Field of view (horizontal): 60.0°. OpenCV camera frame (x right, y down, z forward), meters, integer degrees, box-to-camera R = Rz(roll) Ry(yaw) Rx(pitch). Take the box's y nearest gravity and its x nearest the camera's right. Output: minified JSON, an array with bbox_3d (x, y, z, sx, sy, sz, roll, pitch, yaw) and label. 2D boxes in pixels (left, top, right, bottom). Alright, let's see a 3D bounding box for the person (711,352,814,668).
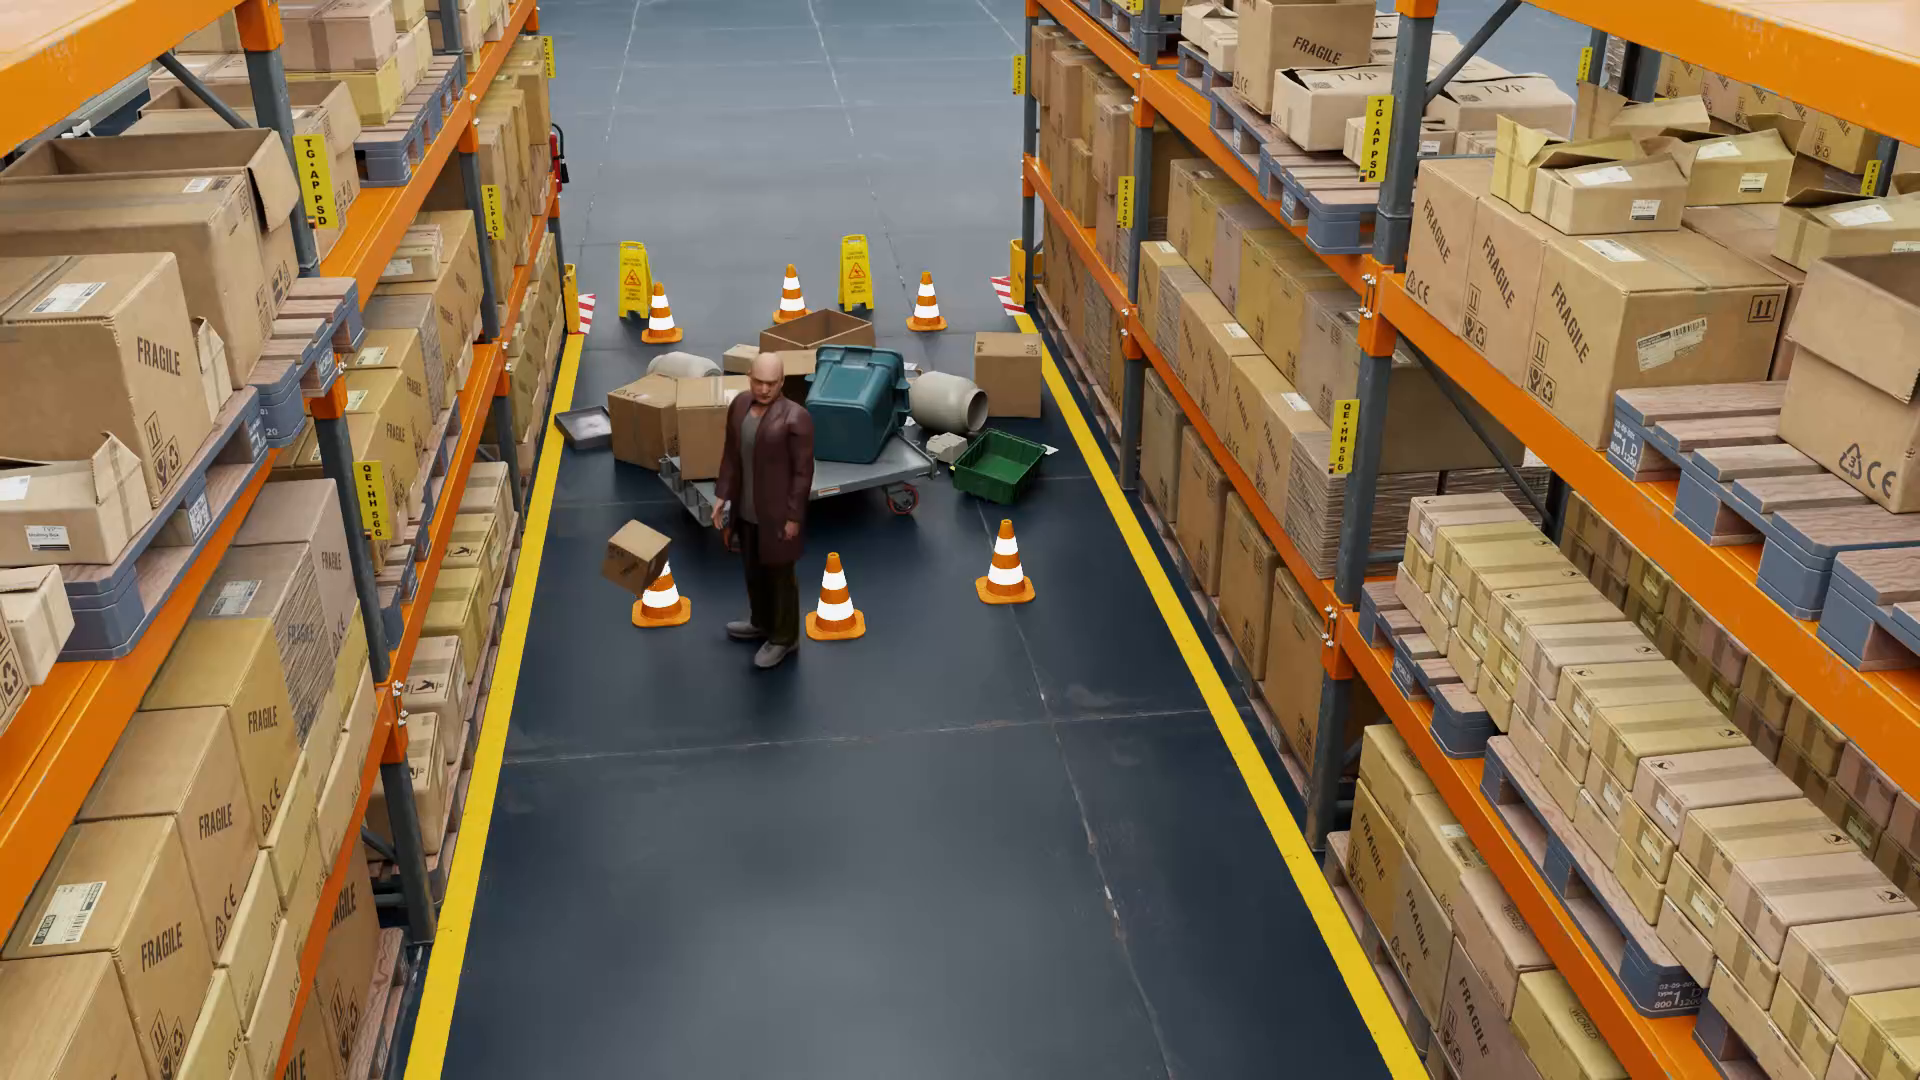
[{"bbox_3d":[-1.080,-0.168,8.927,0.684,1.783,0.403,21,33,35],"label":"person"}]
